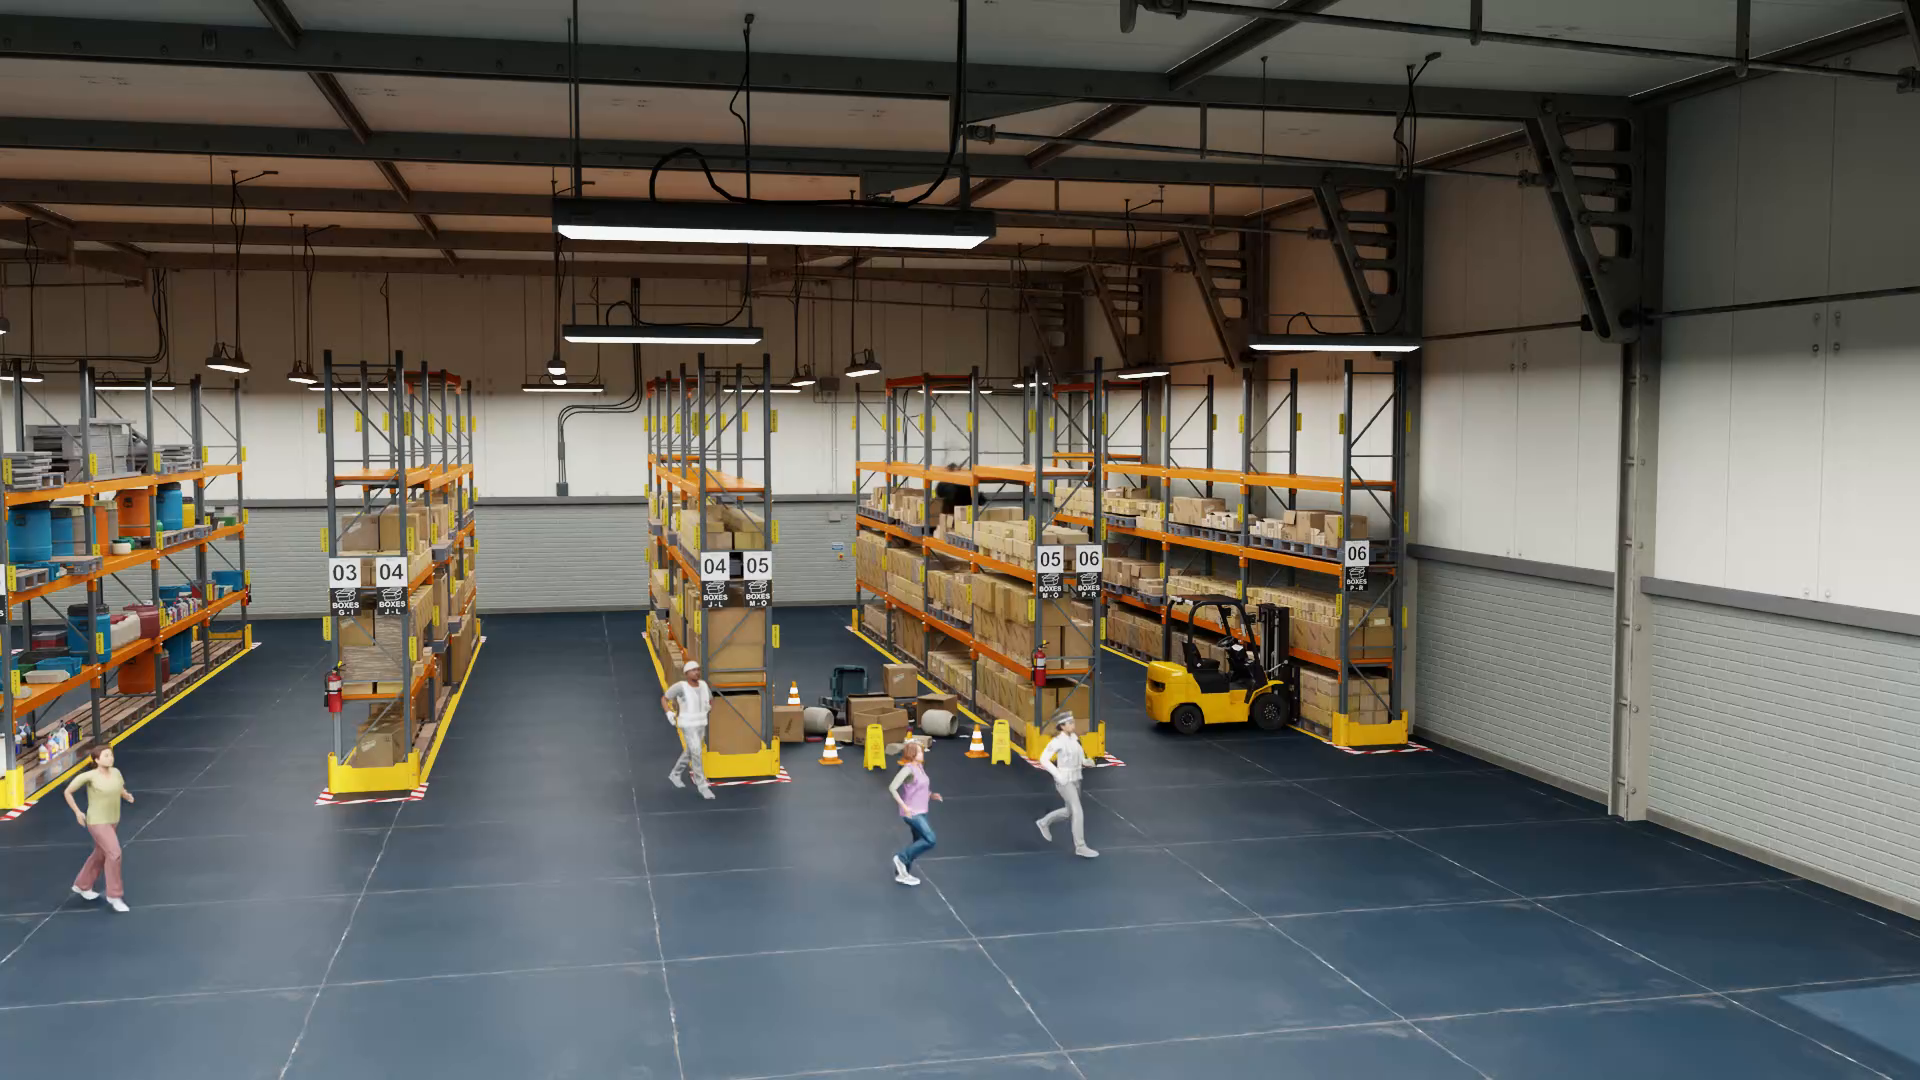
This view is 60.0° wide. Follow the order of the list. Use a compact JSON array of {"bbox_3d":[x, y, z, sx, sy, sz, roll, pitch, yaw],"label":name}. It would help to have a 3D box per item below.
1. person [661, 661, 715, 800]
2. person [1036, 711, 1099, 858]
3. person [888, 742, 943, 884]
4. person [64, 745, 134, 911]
[{"bbox_3d":[-3.597,2.541,22.507,0.925,1.811,0.746,3,5,34],"label":"person"},{"bbox_3d":[1.235,2.808,19.360,0.885,1.669,0.624,3,5,33],"label":"person"},{"bbox_3d":[-0.457,2.966,18.013,0.549,1.559,0.522,1,4,16],"label":"person"},{"bbox_3d":[-8.920,2.969,17.275,0.775,1.716,0.564,1,4,14],"label":"person"}]
